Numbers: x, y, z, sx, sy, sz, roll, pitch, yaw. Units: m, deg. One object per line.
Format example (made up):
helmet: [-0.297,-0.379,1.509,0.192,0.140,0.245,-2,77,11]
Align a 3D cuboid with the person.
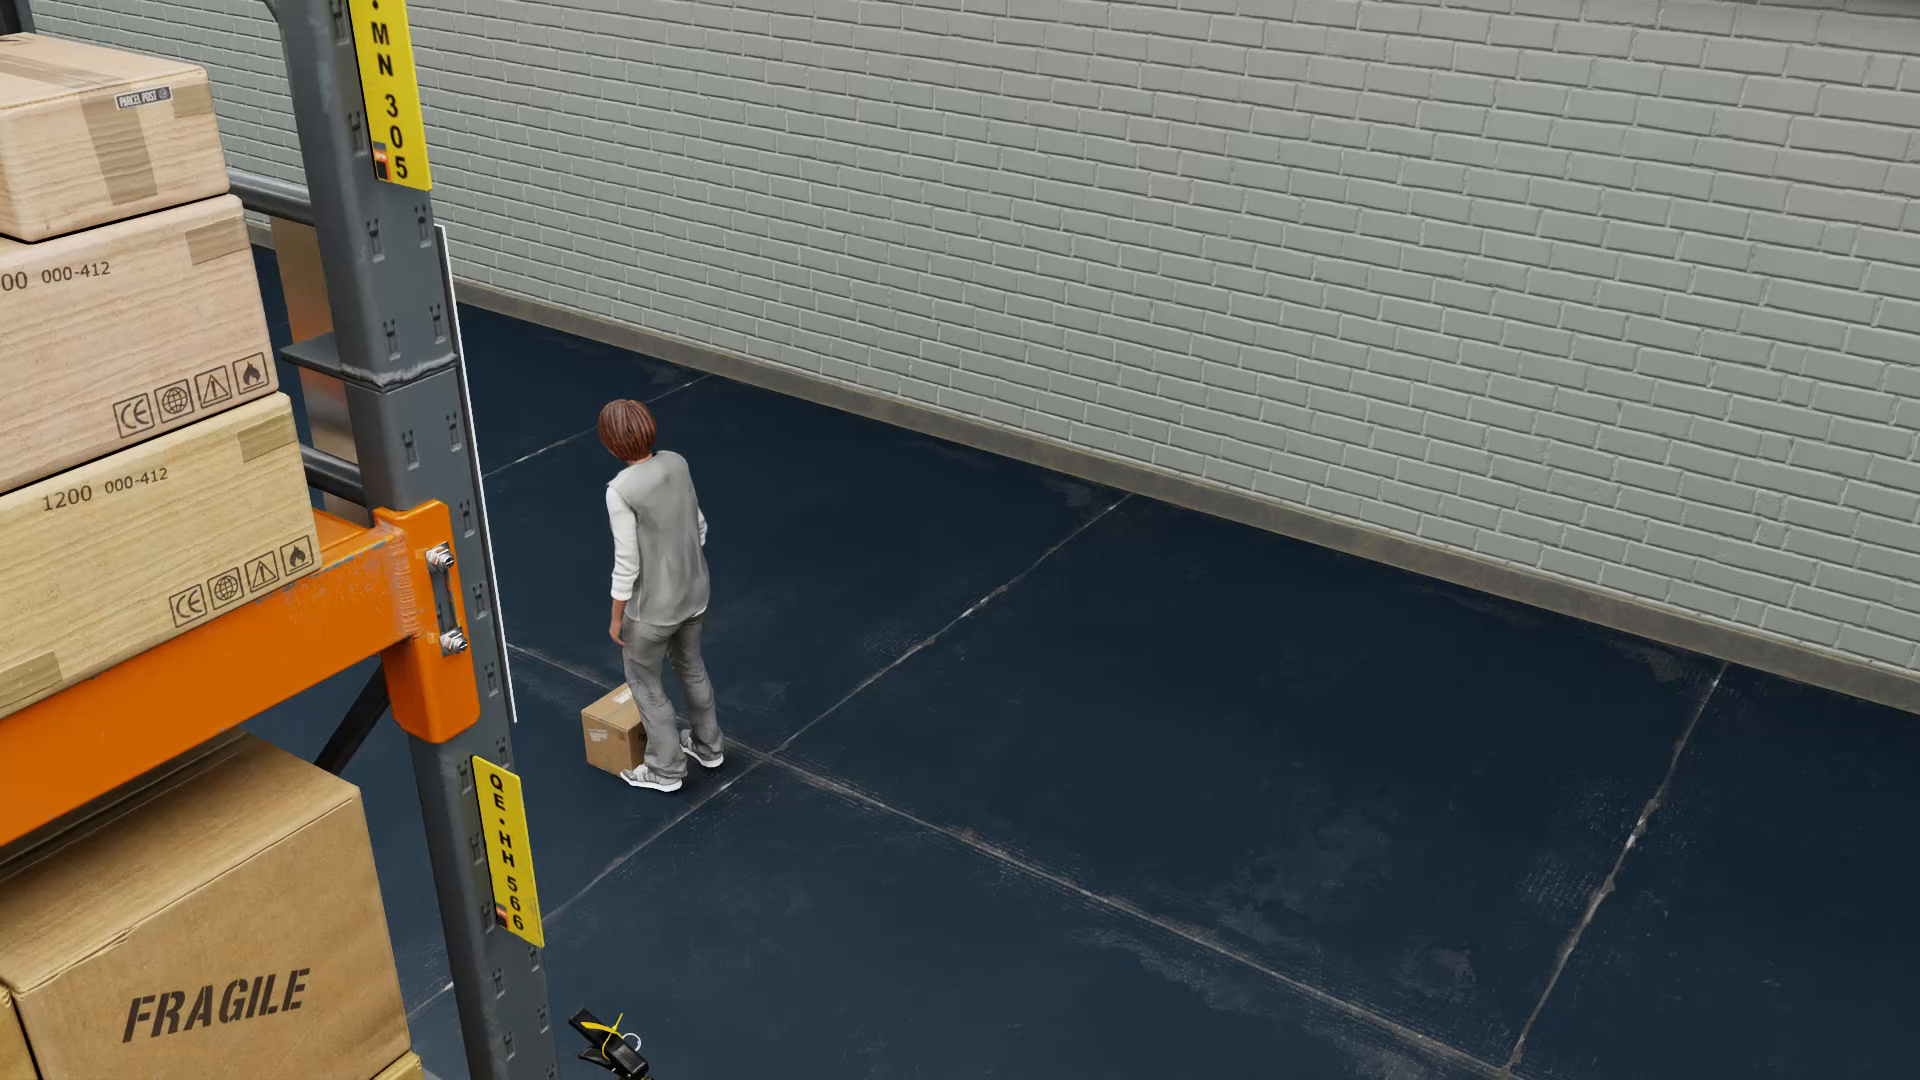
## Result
person: [-1.123,0.225,6.196,0.366,1.592,0.472,17,32,29]
